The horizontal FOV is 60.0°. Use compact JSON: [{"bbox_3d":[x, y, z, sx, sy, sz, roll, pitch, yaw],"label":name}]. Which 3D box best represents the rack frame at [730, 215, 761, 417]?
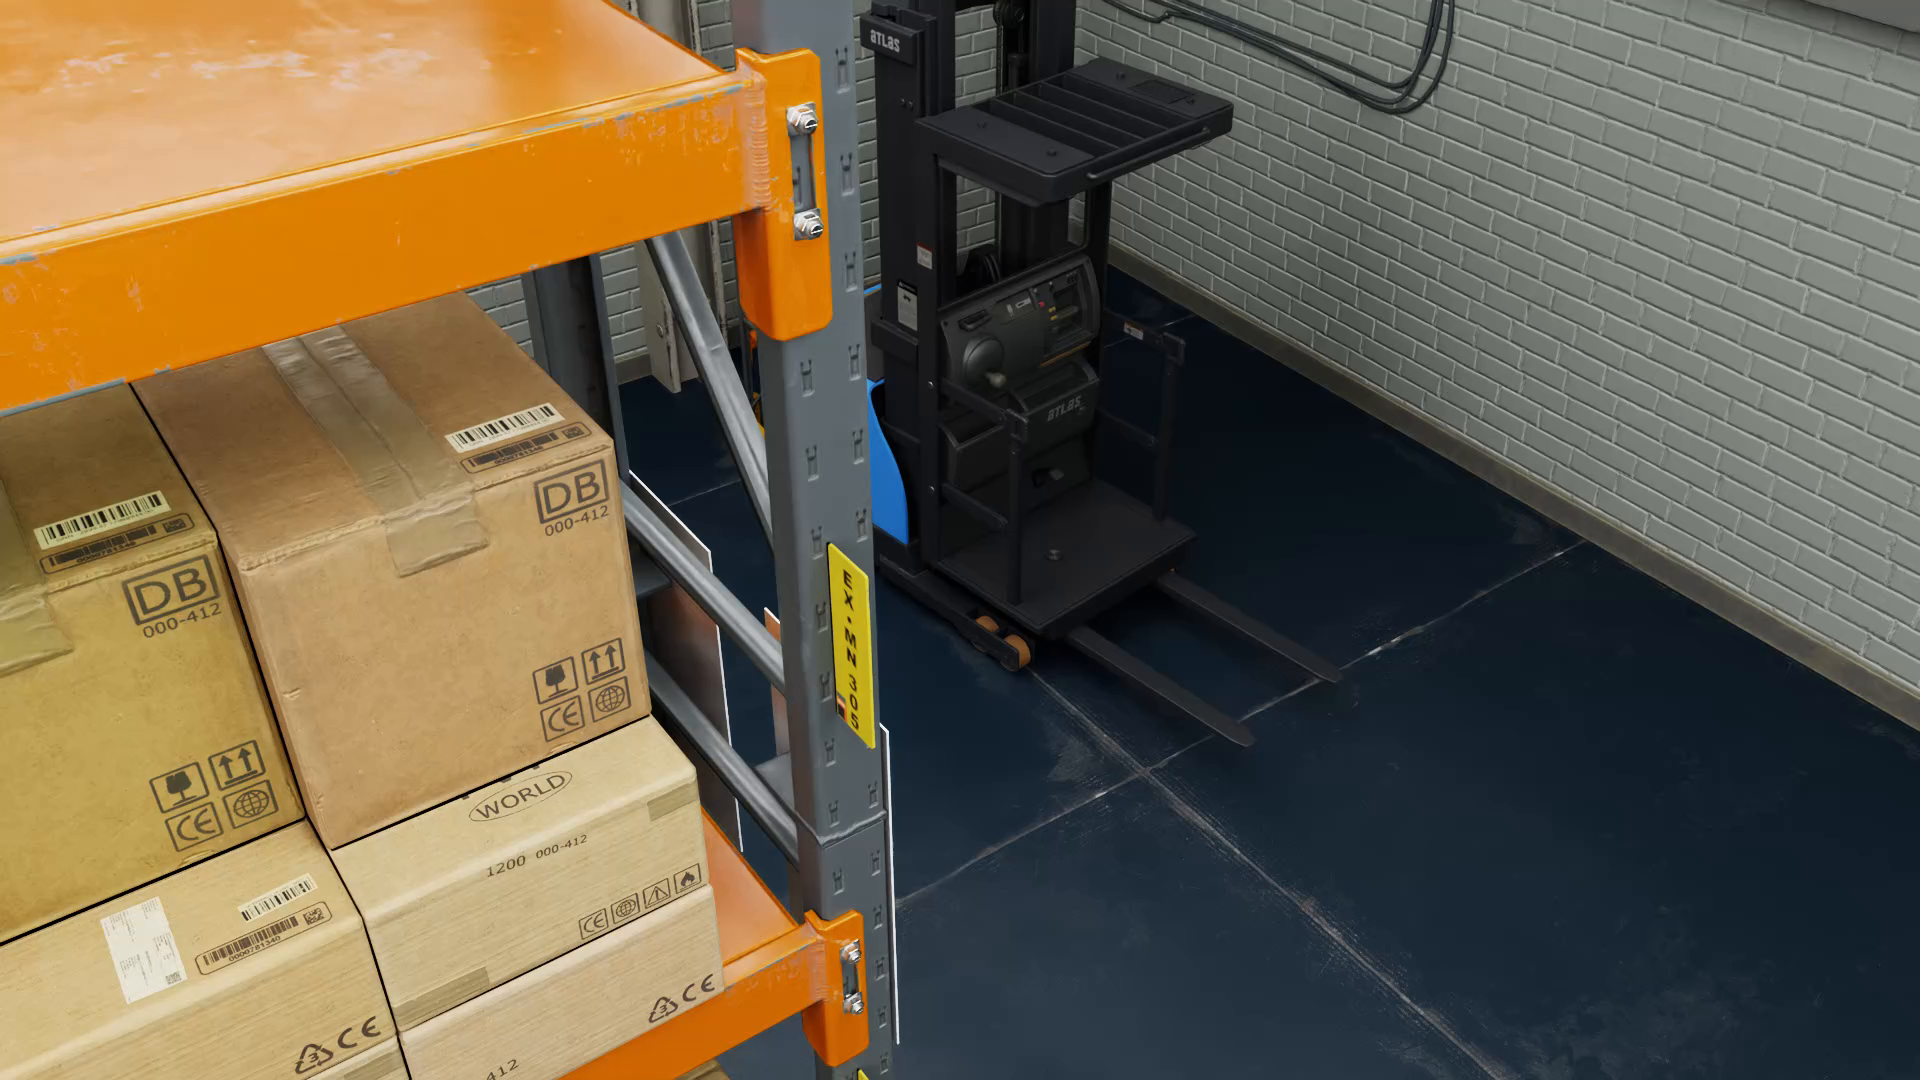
[{"bbox_3d":[-1.040,-1.077,8.776,0.032,1.500,0.500,-21,41,-27],"label":"rack frame"}]

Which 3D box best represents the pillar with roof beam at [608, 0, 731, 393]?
[{"bbox_3d":[0.870,-2.599,4.470,0.400,9.000,9.100,-22,41,-28],"label":"pillar with roof beam"}]

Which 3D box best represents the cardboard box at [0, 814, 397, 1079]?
[{"bbox_3d":[-1.143,0.569,2.335,0.500,0.250,0.500,-22,41,-28],"label":"cardboard box"}]

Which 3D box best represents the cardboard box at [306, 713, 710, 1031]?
[{"bbox_3d":[-0.735,0.400,2.569,0.500,0.250,0.500,-22,41,-28],"label":"cardboard box"}]

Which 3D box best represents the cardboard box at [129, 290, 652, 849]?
[{"bbox_3d":[-0.872,-0.018,2.509,0.500,0.500,0.700,-22,41,-28],"label":"cardboard box"}]

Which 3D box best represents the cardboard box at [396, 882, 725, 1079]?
[{"bbox_3d":[-0.730,0.607,2.709,0.500,0.250,0.500,-22,41,-28],"label":"cardboard box"}]

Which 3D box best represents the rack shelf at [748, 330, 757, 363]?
[{"bbox_3d":[-0.616,-1.094,9.109,1.000,0.185,0.538,-21,41,-27],"label":"rack shelf"}]

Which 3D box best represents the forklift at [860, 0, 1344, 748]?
[{"bbox_3d":[0.424,-0.921,7.334,1.130,2.935,3.031,-28,44,-33],"label":"forklift"}]

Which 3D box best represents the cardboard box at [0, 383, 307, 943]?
[{"bbox_3d":[-1.330,0.110,2.331,0.500,0.500,0.700,-22,41,-28],"label":"cardboard box"}]

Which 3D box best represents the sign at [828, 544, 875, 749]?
[{"bbox_3d":[-0.159,0.160,2.445,0.005,0.325,0.100,-22,41,-28],"label":"sign"}]

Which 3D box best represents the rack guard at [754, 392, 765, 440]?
[{"bbox_3d":[-1.023,-0.576,9.150,0.087,0.250,0.587,-21,41,-27],"label":"rack guard"}]

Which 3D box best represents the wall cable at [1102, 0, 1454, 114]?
[{"bbox_3d":[1.510,-3.804,8.805,0.112,2.526,3.097,-22,41,-28],"label":"wall cable"}]

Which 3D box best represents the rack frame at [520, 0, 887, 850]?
[{"bbox_3d":[-0.462,-0.970,2.205,0.127,3.000,1.000,-22,41,-28],"label":"rack frame"}]

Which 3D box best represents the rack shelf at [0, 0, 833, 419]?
[{"bbox_3d":[-2.097,-0.004,1.481,4.000,0.370,1.077,-22,41,-28],"label":"rack shelf"}]

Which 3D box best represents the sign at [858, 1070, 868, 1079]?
[{"bbox_3d":[-0.159,1.139,3.149,0.005,0.325,0.100,-22,41,-28],"label":"sign"}]

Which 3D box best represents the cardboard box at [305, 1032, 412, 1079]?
[{"bbox_3d":[-1.145,0.770,2.483,0.500,0.250,0.500,-22,41,-28],"label":"cardboard box"}]

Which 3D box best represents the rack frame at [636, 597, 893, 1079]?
[{"bbox_3d":[-0.462,1.466,3.957,0.127,3.000,1.000,-22,41,-28],"label":"rack frame"}]

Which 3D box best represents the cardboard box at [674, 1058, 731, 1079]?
[{"bbox_3d":[-0.667,1.300,3.245,0.500,0.500,0.500,-23,42,-28],"label":"cardboard box"}]

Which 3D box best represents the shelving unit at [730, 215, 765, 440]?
[{"bbox_3d":[-0.608,-1.243,9.008,1.083,1.500,0.587,-21,41,-27],"label":"shelving unit"}]

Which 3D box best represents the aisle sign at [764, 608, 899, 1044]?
[{"bbox_3d":[-0.230,0.533,3.026,0.004,0.787,0.394,-22,41,-28],"label":"aisle sign"}]

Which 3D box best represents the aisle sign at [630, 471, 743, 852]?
[{"bbox_3d":[-0.575,0.247,3.424,0.004,0.787,0.394,-22,41,-28],"label":"aisle sign"}]

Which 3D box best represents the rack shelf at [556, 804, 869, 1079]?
[{"bbox_3d":[-2.097,1.213,2.356,4.000,0.370,1.077,-22,41,-28],"label":"rack shelf"}]
